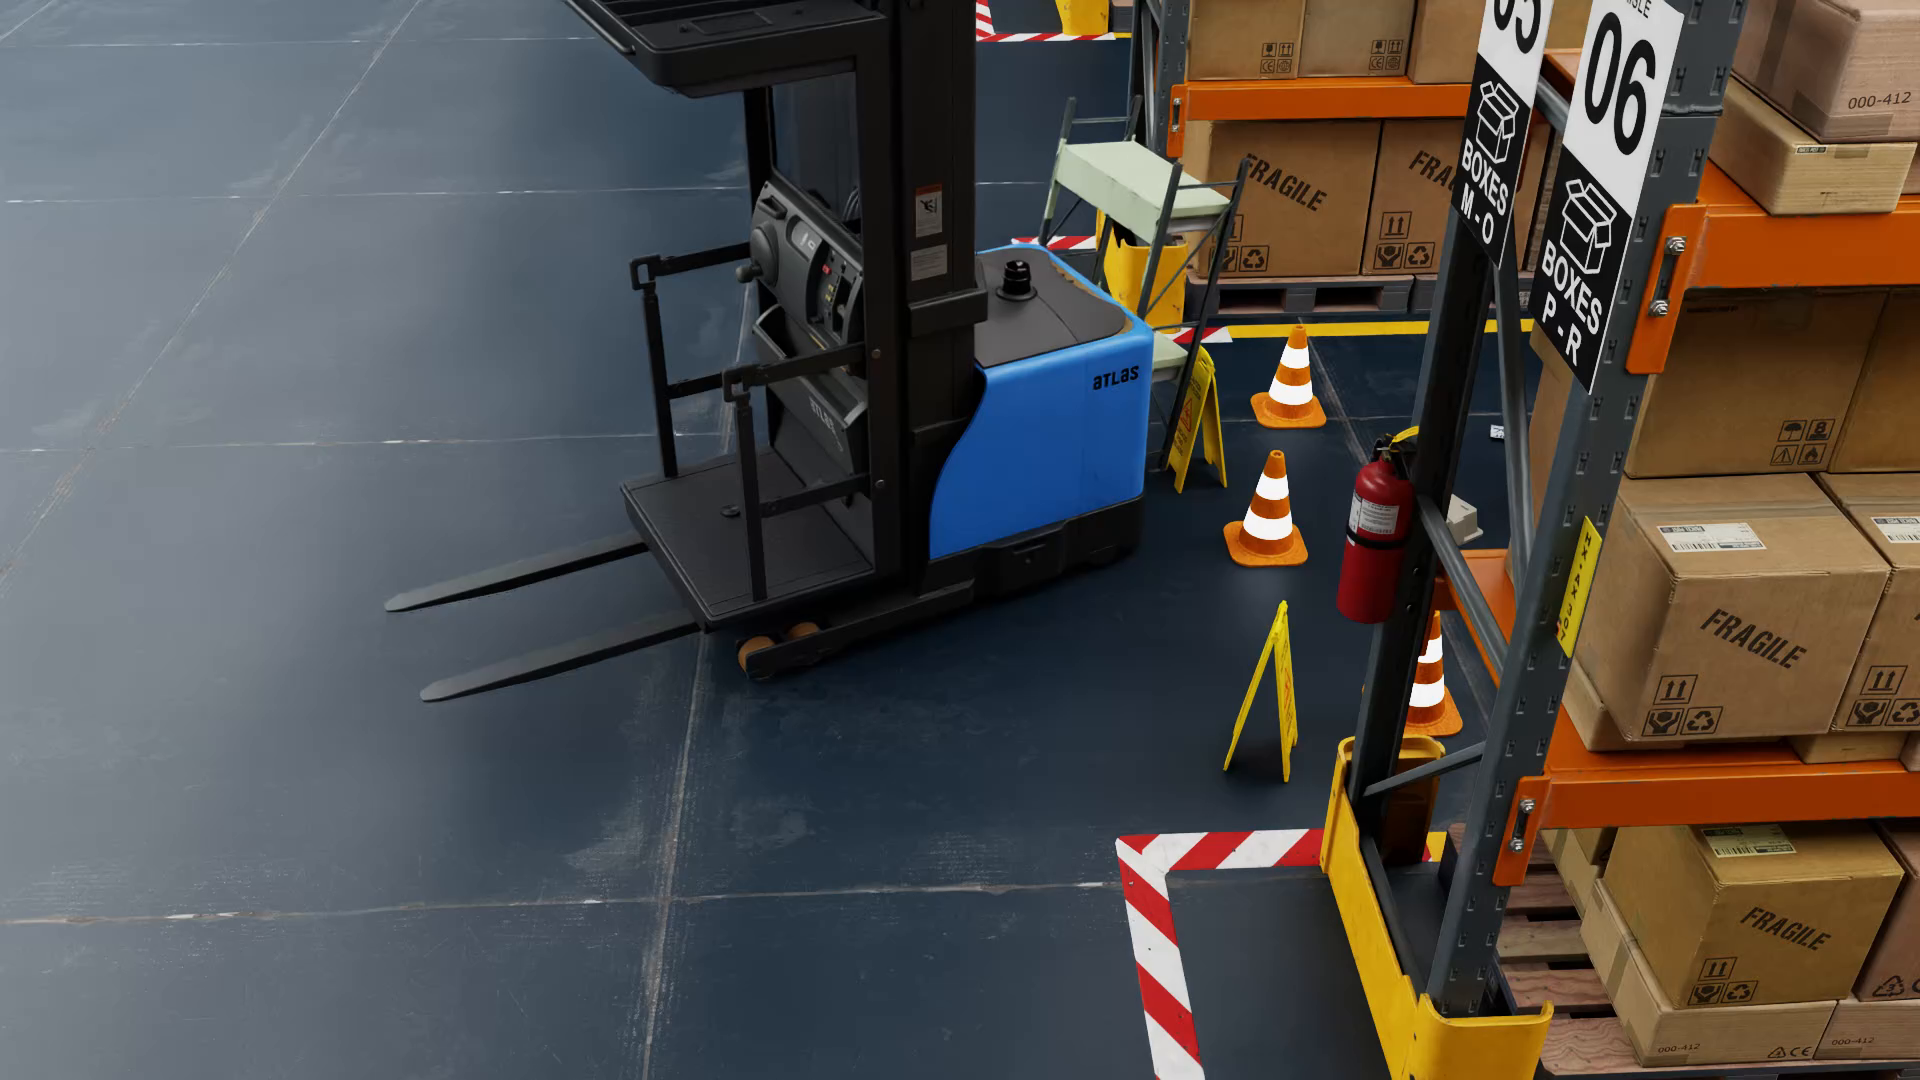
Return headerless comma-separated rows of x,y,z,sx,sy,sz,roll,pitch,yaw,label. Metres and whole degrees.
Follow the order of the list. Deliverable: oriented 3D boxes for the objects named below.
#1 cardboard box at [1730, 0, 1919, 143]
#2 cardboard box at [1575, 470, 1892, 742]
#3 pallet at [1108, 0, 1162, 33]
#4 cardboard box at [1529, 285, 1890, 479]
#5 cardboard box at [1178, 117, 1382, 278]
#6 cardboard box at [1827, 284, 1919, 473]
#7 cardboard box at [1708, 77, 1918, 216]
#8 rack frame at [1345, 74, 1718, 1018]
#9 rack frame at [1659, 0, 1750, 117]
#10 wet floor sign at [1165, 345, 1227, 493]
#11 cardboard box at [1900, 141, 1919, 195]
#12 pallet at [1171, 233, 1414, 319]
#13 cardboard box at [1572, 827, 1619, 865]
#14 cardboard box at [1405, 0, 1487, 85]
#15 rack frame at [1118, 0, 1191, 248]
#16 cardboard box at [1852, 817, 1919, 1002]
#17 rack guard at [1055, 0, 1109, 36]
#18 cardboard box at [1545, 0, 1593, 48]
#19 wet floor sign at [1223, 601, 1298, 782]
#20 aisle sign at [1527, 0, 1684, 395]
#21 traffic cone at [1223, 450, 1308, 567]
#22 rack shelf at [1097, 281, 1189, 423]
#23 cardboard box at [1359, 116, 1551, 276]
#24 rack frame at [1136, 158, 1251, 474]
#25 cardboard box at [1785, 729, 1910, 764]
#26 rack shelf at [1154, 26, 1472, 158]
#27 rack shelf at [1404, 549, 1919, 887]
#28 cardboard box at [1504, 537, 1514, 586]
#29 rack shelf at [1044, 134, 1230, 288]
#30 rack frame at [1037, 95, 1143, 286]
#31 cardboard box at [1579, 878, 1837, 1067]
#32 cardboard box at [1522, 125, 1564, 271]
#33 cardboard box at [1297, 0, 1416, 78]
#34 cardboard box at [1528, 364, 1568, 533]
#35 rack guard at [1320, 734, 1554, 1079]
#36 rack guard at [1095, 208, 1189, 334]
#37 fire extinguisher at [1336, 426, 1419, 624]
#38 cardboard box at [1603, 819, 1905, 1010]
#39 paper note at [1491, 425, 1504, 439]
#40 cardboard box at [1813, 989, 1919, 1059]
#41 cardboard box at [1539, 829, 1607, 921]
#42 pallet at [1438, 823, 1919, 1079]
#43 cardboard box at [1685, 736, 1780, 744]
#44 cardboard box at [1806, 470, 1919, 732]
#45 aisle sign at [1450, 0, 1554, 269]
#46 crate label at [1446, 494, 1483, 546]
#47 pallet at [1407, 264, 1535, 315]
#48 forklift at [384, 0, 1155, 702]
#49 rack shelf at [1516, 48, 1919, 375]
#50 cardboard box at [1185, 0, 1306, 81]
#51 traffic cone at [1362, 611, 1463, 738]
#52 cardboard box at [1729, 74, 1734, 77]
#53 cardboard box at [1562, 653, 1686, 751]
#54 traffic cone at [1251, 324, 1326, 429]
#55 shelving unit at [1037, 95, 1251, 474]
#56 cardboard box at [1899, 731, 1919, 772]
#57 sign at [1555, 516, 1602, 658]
1.862,-1.003,3.298,0.500,0.250,0.500,-2,35,-3,cardboard box
1.834,0.135,4.070,0.500,0.500,0.500,-2,35,-3,cardboard box
1.768,-4.337,13.332,1.213,0.211,1.003,-2,35,-2,pallet
1.848,-0.559,4.194,0.500,0.500,0.700,-2,35,-3,cardboard box
1.687,-2.013,9.020,0.875,0.875,0.875,-1,35,-2,cardboard box
2.353,-0.569,4.208,0.500,0.500,0.700,-1,35,-2,cardboard box
1.694,-0.801,3.357,0.250,0.149,0.380,-2,35,-2,cardboard box
1.348,0.153,4.393,0.127,3.000,1.000,-2,35,-2,rack frame
1.348,-2.314,2.686,0.127,3.000,1.000,-2,35,-2,rack frame
1.077,-0.563,7.497,0.232,0.644,0.267,-7,35,-10,wet floor sign
1.952,-0.859,3.441,0.250,0.149,0.380,-3,35,-4,cardboard box
1.807,-1.577,9.344,1.213,0.211,1.003,-2,35,-2,pallet
2.136,0.633,5.088,0.500,0.500,0.500,-1,35,-2,cardboard box
2.494,-2.726,8.422,0.550,0.550,0.875,-2,35,-2,cardboard box
1.012,-2.658,8.455,0.127,3.000,1.000,-2,35,-2,rack frame
2.712,0.921,4.672,0.500,0.500,0.500,-3,35,-4,cardboard box
0.954,-4.454,13.247,0.348,0.500,1.175,-2,35,-2,rack guard
3.022,-2.764,8.476,0.500,0.550,0.875,-2,35,-2,cardboard box
1.107,0.518,5.934,0.232,0.644,0.267,10,36,14,wet floor sign
1.300,-0.738,3.396,0.004,0.787,0.394,-2,35,-2,aisle sign
1.324,-0.170,7.089,0.334,0.463,0.336,-2,35,-2,traffic cone
0.645,-0.832,7.533,0.431,0.370,0.720,-12,39,-32,rack shelf
2.565,-2.038,9.056,0.875,0.875,0.875,-2,35,-3,cardboard box
0.896,-0.909,7.119,0.400,1.500,0.023,-12,39,-32,rack frame
2.217,0.389,4.273,0.250,0.149,0.380,-3,35,-4,cardboard box
3.010,-2.416,8.737,4.000,0.370,1.077,-2,35,-2,rack shelf
3.345,0.395,4.675,4.000,0.370,1.077,-2,35,-2,rack shelf
1.711,0.125,4.654,0.250,0.149,0.380,0,35,-1,cardboard box
0.766,-1.427,7.153,0.431,0.370,0.720,-12,39,-32,rack shelf
0.505,-1.297,7.601,0.400,1.500,0.023,-12,39,-32,rack frame
2.166,1.247,4.860,0.500,0.250,0.500,-2,35,-3,cardboard box
3.476,-2.061,9.090,0.875,0.875,0.875,-1,35,-2,cardboard box
1.929,-2.782,8.503,0.550,0.550,0.875,-2,35,-2,cardboard box
1.877,-0.181,4.527,0.500,0.500,0.500,-2,35,-3,cardboard box
1.423,1.179,5.107,0.348,0.500,1.175,-2,35,-2,rack guard
0.988,-1.629,9.165,0.348,0.500,1.175,-2,35,-2,rack guard
1.211,-0.074,4.789,0.183,0.674,0.296,-2,35,-2,fire extinguisher
2.190,0.937,4.648,0.500,0.500,0.500,-3,35,-4,cardboard box
2.617,-0.512,7.965,0.142,0.017,0.144,10,36,14,paper note
2.677,1.237,4.874,0.500,0.250,0.500,0,35,-1,cardboard box
2.166,0.936,5.309,0.500,0.250,0.500,-2,35,-2,cardboard box
2.237,1.296,5.192,1.213,0.211,1.003,-2,35,-2,pallet
1.948,0.350,4.329,0.250,0.149,0.380,-1,35,-2,cardboard box
2.351,0.119,4.093,0.500,0.500,0.500,-1,35,-1,cardboard box
1.272,-1.079,3.889,0.004,0.787,0.394,-2,35,-2,aisle sign
2.106,-0.093,7.264,0.298,0.136,0.250,-20,39,-26,crate label
3.023,-1.608,9.389,1.213,0.211,1.003,-2,35,-2,pallet
-0.758,-1.007,6.129,3.031,2.935,1.130,-17,38,-23,forklift
3.345,-0.838,3.822,4.000,0.370,1.077,-2,35,-2,rack shelf
1.381,-2.755,8.464,0.550,0.550,0.875,-2,35,-2,cardboard box
1.716,0.452,6.191,0.334,0.463,0.336,-2,35,-2,traffic cone
1.691,-1.145,3.854,0.250,0.149,0.380,-1,35,-2,cardboard box
1.697,0.365,4.307,0.250,0.149,0.380,-1,35,-2,cardboard box
1.610,-0.822,8.031,0.334,0.463,0.336,-2,35,-2,traffic cone
0.700,-1.103,7.360,0.431,1.500,0.755,-12,39,-32,shelving unit
2.473,0.408,4.245,0.250,0.149,0.380,-1,35,-1,cardboard box
1.373,0.106,3.701,0.005,0.325,0.100,-2,35,-2,sign
